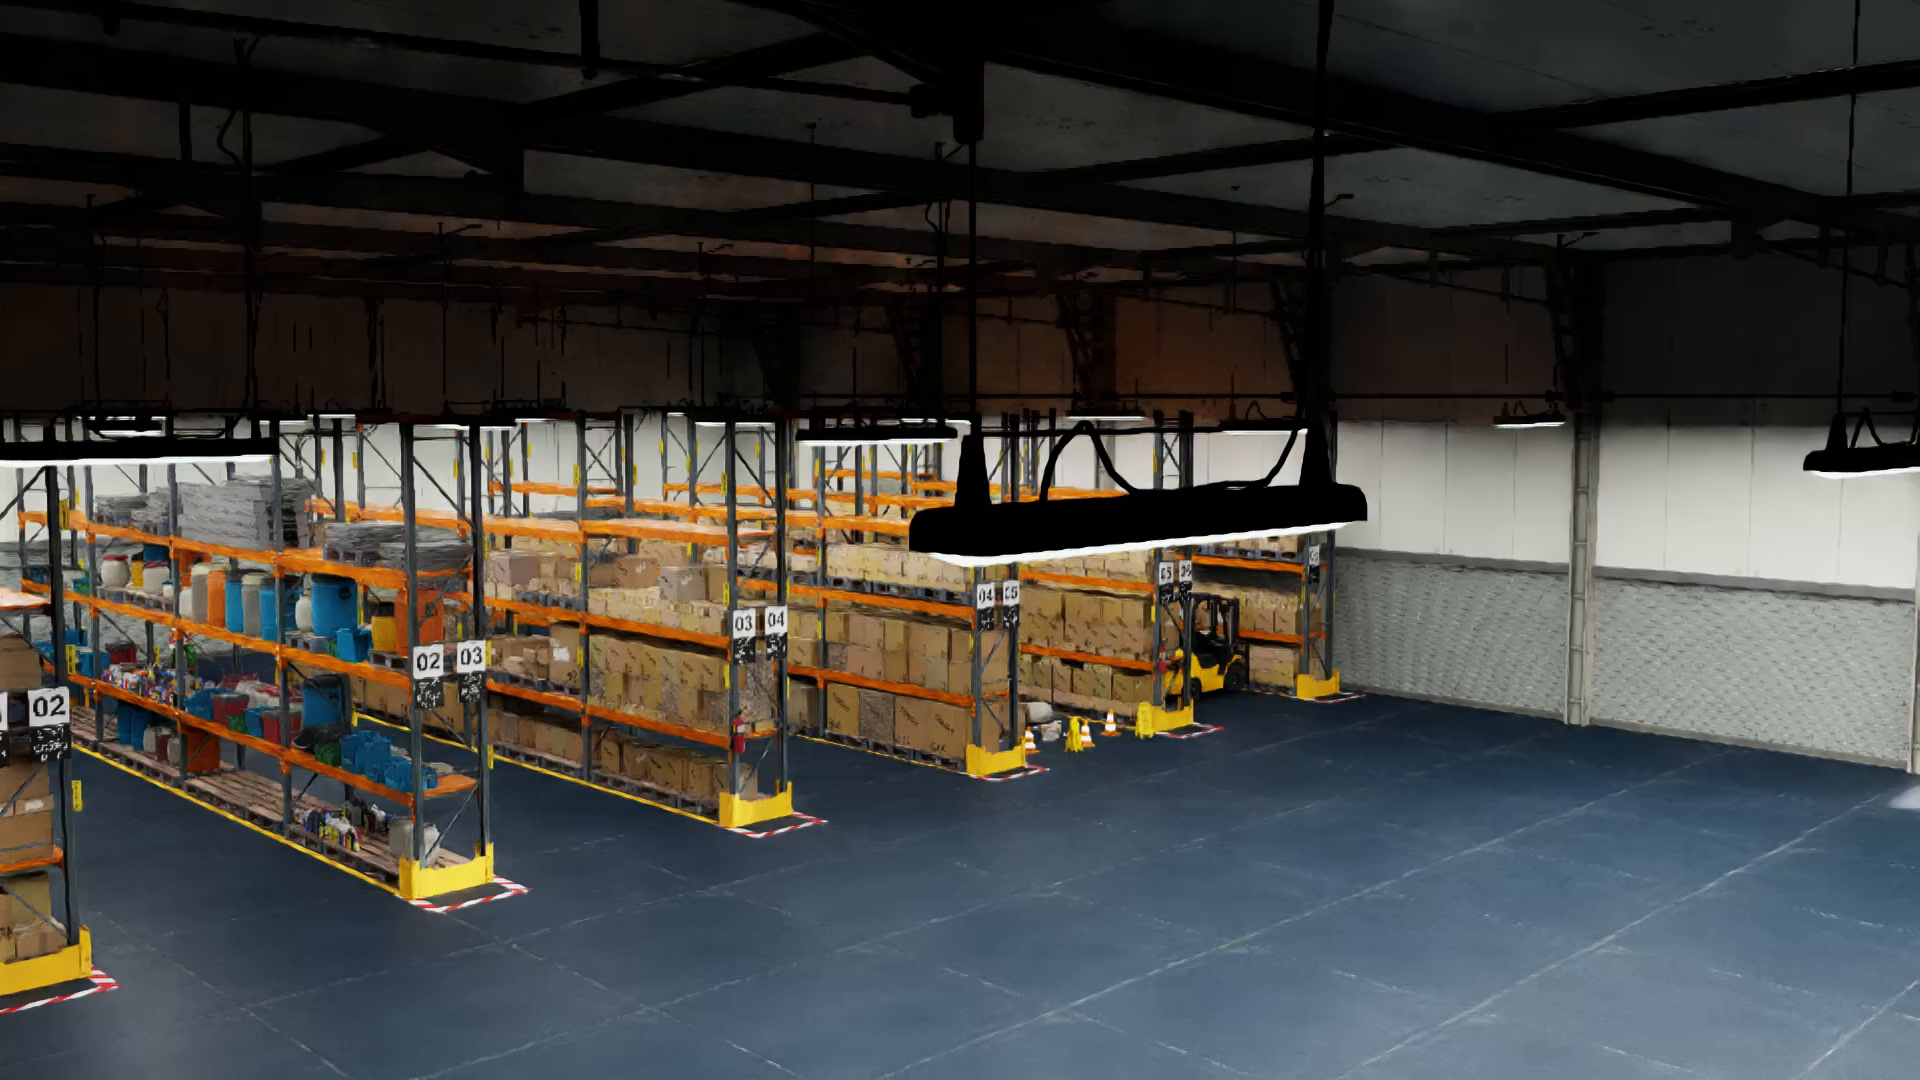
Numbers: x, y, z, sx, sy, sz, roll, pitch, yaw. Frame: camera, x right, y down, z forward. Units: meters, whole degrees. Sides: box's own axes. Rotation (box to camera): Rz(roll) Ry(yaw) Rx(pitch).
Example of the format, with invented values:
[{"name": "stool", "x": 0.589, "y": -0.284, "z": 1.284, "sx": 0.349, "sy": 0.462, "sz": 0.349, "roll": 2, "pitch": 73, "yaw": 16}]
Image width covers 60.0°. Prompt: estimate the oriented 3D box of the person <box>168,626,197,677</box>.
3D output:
[{"name": "person", "x": -17.194, "y": 2.272, "z": 36.781, "sx": 0.553, "sy": 1.709, "sz": 1.123, "roll": -5, "pitch": 7, "yaw": -42}]
